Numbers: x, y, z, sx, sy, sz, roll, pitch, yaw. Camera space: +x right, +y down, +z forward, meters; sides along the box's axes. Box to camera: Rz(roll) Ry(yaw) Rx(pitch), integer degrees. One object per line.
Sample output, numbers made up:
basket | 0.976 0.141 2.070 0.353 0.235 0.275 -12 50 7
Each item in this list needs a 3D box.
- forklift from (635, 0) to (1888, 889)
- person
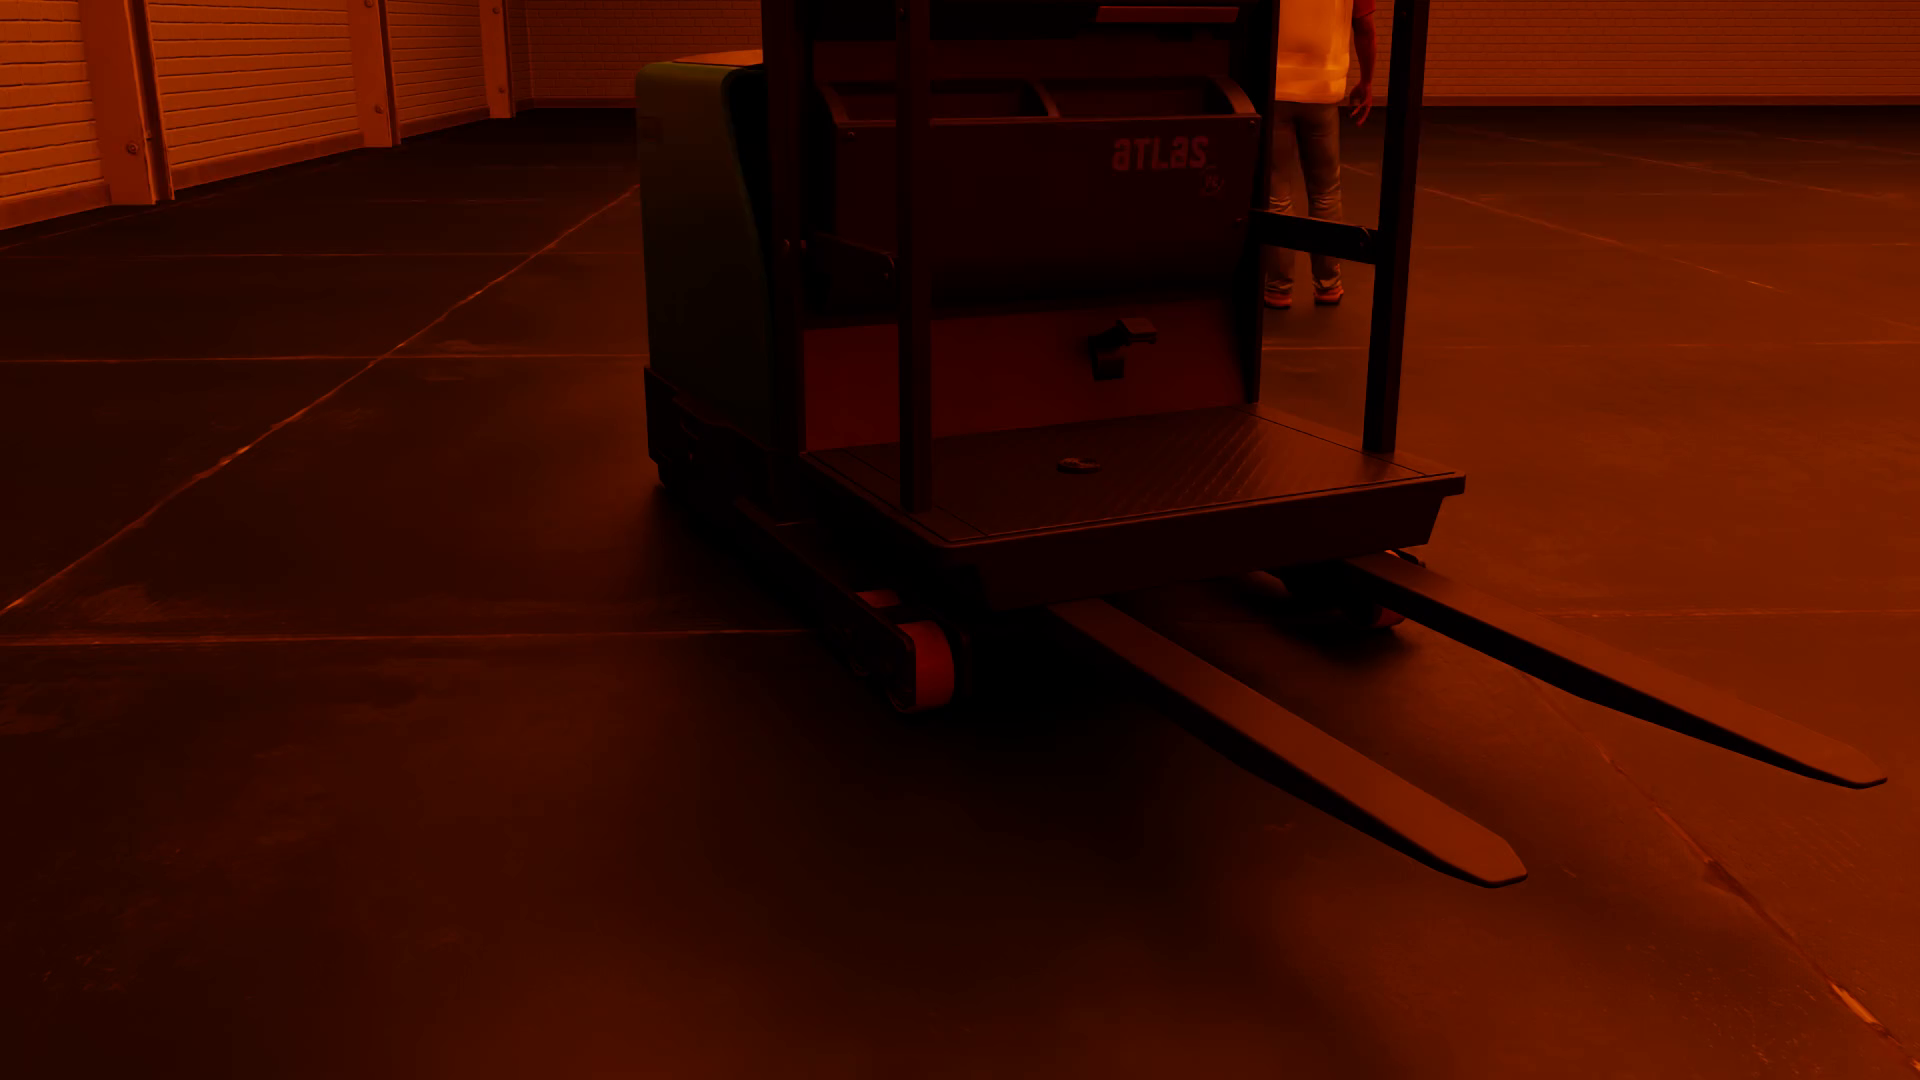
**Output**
forklift | 0.258 -1.240 2.962 1.130 2.935 3.031 -8 19 -24
person | 1.402 -1.885 7.034 0.665 1.767 0.576 0 17 0
